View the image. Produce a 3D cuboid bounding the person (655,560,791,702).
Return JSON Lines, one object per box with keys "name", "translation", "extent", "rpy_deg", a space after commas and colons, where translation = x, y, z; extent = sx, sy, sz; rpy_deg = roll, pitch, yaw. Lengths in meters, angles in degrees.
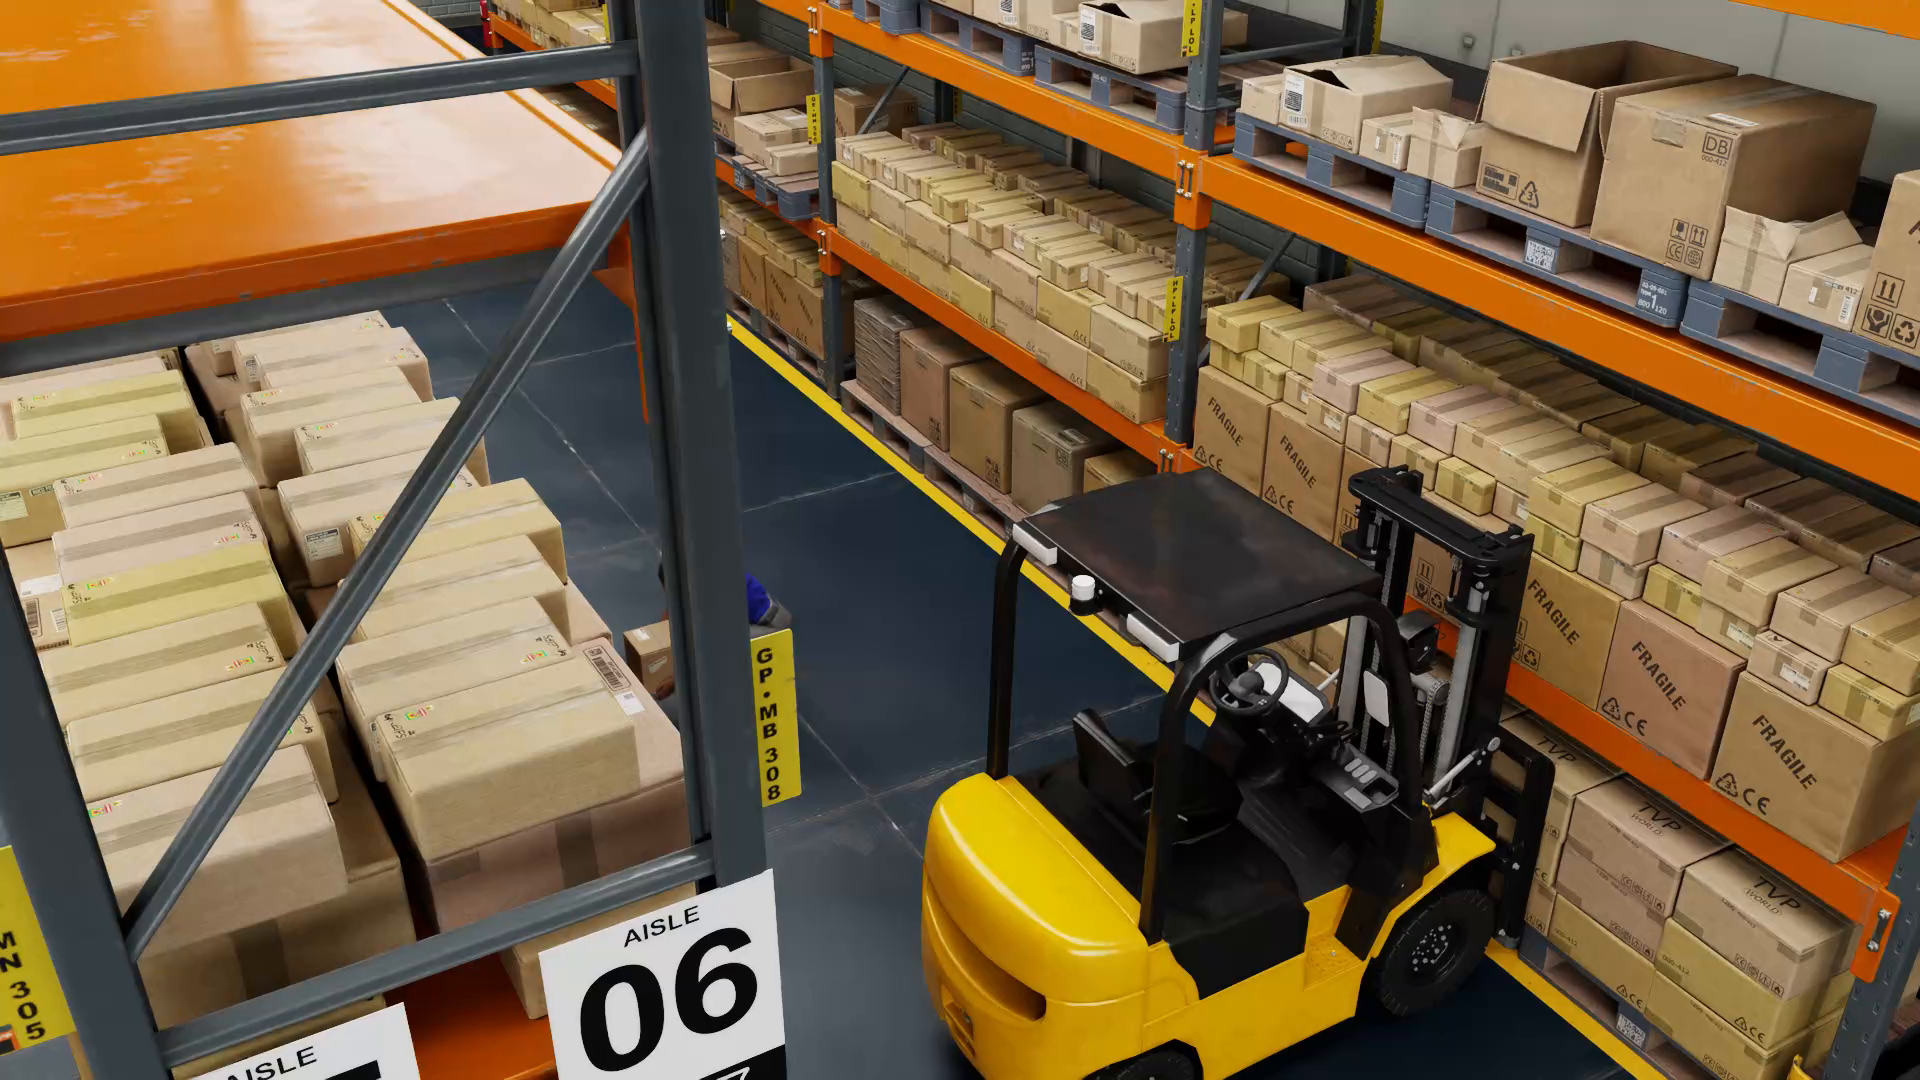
{"name": "person", "translation": [-1.271, 0.405, 8.601], "extent": [0.814, 0.928, 0.496], "rpy_deg": [-16, 33, -27]}
